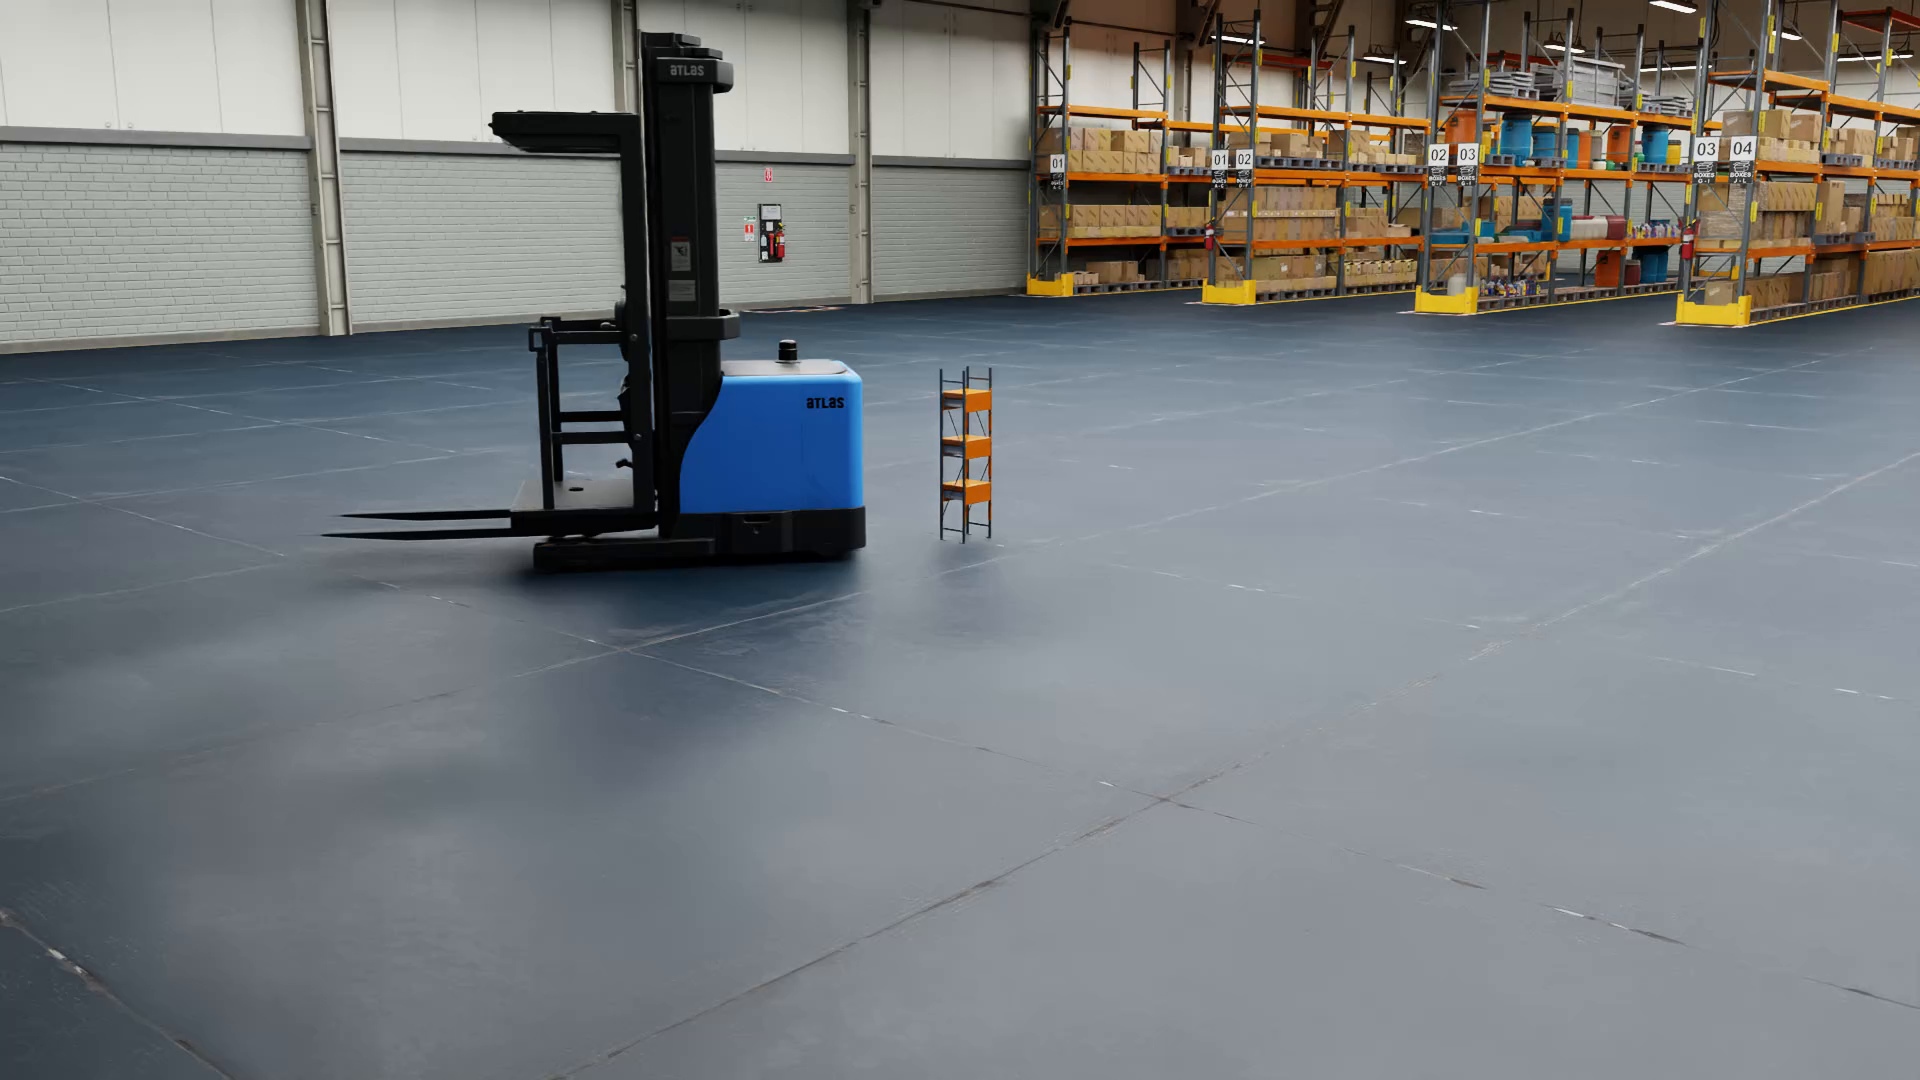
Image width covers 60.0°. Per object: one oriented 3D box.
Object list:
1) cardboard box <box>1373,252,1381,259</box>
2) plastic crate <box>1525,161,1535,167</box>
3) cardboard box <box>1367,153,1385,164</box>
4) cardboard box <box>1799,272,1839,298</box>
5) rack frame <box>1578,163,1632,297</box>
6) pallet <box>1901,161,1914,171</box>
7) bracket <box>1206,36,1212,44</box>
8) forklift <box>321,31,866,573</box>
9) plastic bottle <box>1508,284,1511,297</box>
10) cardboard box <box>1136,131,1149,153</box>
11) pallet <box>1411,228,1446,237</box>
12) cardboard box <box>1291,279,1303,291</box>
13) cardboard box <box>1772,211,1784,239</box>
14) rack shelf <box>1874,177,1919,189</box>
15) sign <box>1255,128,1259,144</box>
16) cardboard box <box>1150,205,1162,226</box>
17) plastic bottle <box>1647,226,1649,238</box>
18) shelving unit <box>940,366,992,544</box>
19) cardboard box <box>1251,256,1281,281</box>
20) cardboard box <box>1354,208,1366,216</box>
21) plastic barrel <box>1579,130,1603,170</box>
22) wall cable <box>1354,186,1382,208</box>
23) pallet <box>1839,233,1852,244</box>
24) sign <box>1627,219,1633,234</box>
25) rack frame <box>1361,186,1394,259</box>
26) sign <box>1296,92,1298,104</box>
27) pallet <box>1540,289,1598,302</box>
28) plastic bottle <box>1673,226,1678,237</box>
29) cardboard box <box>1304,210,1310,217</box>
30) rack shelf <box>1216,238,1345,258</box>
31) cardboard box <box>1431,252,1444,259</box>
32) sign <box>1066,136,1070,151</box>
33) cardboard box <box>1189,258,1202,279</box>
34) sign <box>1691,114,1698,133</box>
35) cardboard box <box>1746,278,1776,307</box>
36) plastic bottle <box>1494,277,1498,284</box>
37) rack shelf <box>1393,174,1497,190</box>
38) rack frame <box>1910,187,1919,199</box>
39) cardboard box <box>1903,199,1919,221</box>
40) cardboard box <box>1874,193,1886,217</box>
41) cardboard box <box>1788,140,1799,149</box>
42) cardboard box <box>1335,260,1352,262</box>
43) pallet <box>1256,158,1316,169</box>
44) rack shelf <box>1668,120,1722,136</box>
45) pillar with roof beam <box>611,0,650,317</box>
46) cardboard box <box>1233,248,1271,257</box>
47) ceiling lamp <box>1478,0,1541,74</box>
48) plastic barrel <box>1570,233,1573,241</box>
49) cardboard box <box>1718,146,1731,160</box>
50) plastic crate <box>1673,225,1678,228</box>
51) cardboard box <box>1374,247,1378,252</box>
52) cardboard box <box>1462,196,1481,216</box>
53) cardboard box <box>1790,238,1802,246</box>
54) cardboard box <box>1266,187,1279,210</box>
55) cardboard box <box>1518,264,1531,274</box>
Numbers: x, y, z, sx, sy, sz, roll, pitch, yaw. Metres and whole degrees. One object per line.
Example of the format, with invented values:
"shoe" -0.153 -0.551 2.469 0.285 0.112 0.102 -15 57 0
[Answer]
"cardboard box" 12.228 -8.420 50.017 0.700 0.500 0.500 10 15 40
"plastic crate" 11.380 -7.562 33.429 0.243 0.136 0.396 10 15 40
"cardboard box" 9.726 -9.027 39.399 0.500 0.250 0.500 8 14 36
"cardboard box" 17.344 -5.178 33.738 0.500 0.500 0.700 -11 15 -43
"rack frame" 14.776 -7.097 38.088 1.000 3.000 0.127 10 15 40
"pallet" 20.569 -8.281 36.846 0.805 0.209 1.217 9 14 38
"bracket" 6.367 -13.021 43.239 0.235 0.232 0.430 10 15 40
"forklift" -2.115 -1.364 9.558 3.031 2.935 1.130 -2 11 -10
"plastic bottle" 11.153 -5.075 33.805 0.097 0.271 0.097 0 11 0
"cardboard box" 4.211 -9.619 40.194 0.500 0.500 0.500 11 16 43
"pallet" 11.453 -7.753 41.861 1.213 0.211 1.003 10 15 40
"cardboard box" 7.290 -5.690 36.987 0.500 0.250 0.500 10 15 40
"cardboard box" 14.541 -5.781 30.484 0.875 0.500 0.500 10 15 40
"rack shelf" 22.457 -8.458 39.078 1.077 0.370 4.000 10 15 40
"sign" 6.190 -8.427 34.653 0.100 0.325 0.005 10 15 40
"cardboard box" 4.614 -7.984 40.945 0.500 0.500 0.500 10 15 40
"plastic bottle" 16.164 -7.240 39.128 0.097 0.271 0.097 0 11 0
"shelving unit" 0.035 -0.523 10.148 0.215 1.050 0.252 10 15 40
"cardboard box" 6.627 -5.911 36.179 0.500 0.500 0.500 10 15 40
"cardboard box" 11.304 -9.407 48.884 0.980 0.700 0.700 9 14 38
"plastic barrel" 14.071 -8.721 37.281 0.600 0.901 0.600 0 11 0
"wall cable" 12.750 -10.364 51.850 0.084 1.984 1.851 10 15 40
"pallet" 17.221 -6.066 33.416 1.003 0.211 1.213 10 15 40
"sign" 15.194 -7.107 37.721 0.100 0.325 0.005 10 15 40
"rack frame" 12.615 -9.555 50.394 1.000 3.000 0.127 10 15 40
"sign" 9.574 -12.520 47.130 0.100 0.325 0.005 10 15 40
"pallet" 13.430 -5.442 36.921 1.003 0.211 1.213 10 15 40
"plastic bottle" 17.399 -7.525 40.547 0.152 0.276 0.135 10 15 40
"cardboard box" 7.560 -7.263 37.004 0.380 0.149 0.250 10 15 42
"rack shelf" 7.097 -6.503 36.948 1.077 0.370 4.000 10 15 40
"cardboard box" 12.205 -7.424 43.067 0.500 0.250 0.500 9 15 39
"sign" 2.461 -9.031 37.877 0.100 0.325 0.005 10 15 40
"cardboard box" 5.838 -7.043 43.072 0.700 0.500 0.500 10 15 41
"sign" 12.812 -7.260 28.982 0.100 0.325 0.005 10 15 40
"cardboard box" 14.839 -4.608 30.935 0.500 0.500 0.500 8 14 35
"plastic bottle" 11.291 -5.361 35.032 0.144 0.351 0.185 10 15 42
"rack shelf" 12.378 -9.151 42.547 1.077 0.370 4.000 10 15 40
"rack frame" 23.778 -7.634 40.775 1.000 3.000 0.127 10 15 40
"cardboard box" 21.645 -7.523 37.928 0.500 0.500 0.500 10 15 40
"cardboard box" 19.424 -7.199 35.780 0.797 0.503 0.637 10 15 42
"cardboard box" 14.993 -7.182 30.216 0.380 0.149 0.250 11 16 43
"cardboard box" 9.139 -6.530 39.761 0.500 0.311 0.500 10 15 40
"pallet" 7.068 -8.270 36.526 1.003 0.211 1.213 10 15 40
"rack shelf" 18.737 -10.373 42.030 1.077 0.370 4.000 10 15 40
"pillar with roof beam" -2.822 -8.036 27.470 9.100 9.000 0.400 10 15 40
"cardboard box" 7.918 -7.621 45.127 0.750 0.750 0.750 10 15 40
"ceiling lamp" 16.284 -15.428 49.577 2.000 3.185 0.800 10 15 40
"plastic barrel" 13.125 -6.616 36.031 0.301 0.262 0.301 0 11 0
"cardboard box" 13.343 -6.781 29.229 0.500 0.250 0.500 10 15 42
"plastic crate" 18.580 -7.990 42.832 0.416 0.233 0.300 10 15 40
"cardboard box" 12.280 -8.695 49.741 0.380 0.149 0.250 10 15 40
"cardboard box" 13.838 -8.974 44.676 0.500 0.500 0.500 10 15 41
"cardboard box" 15.472 -5.560 31.032 0.380 0.149 0.250 10 15 40
"cardboard box" 6.473 -7.400 36.033 0.700 0.500 0.500 9 15 39
"cardboard box" 15.515 -7.535 46.176 0.500 0.250 0.500 10 15 40
